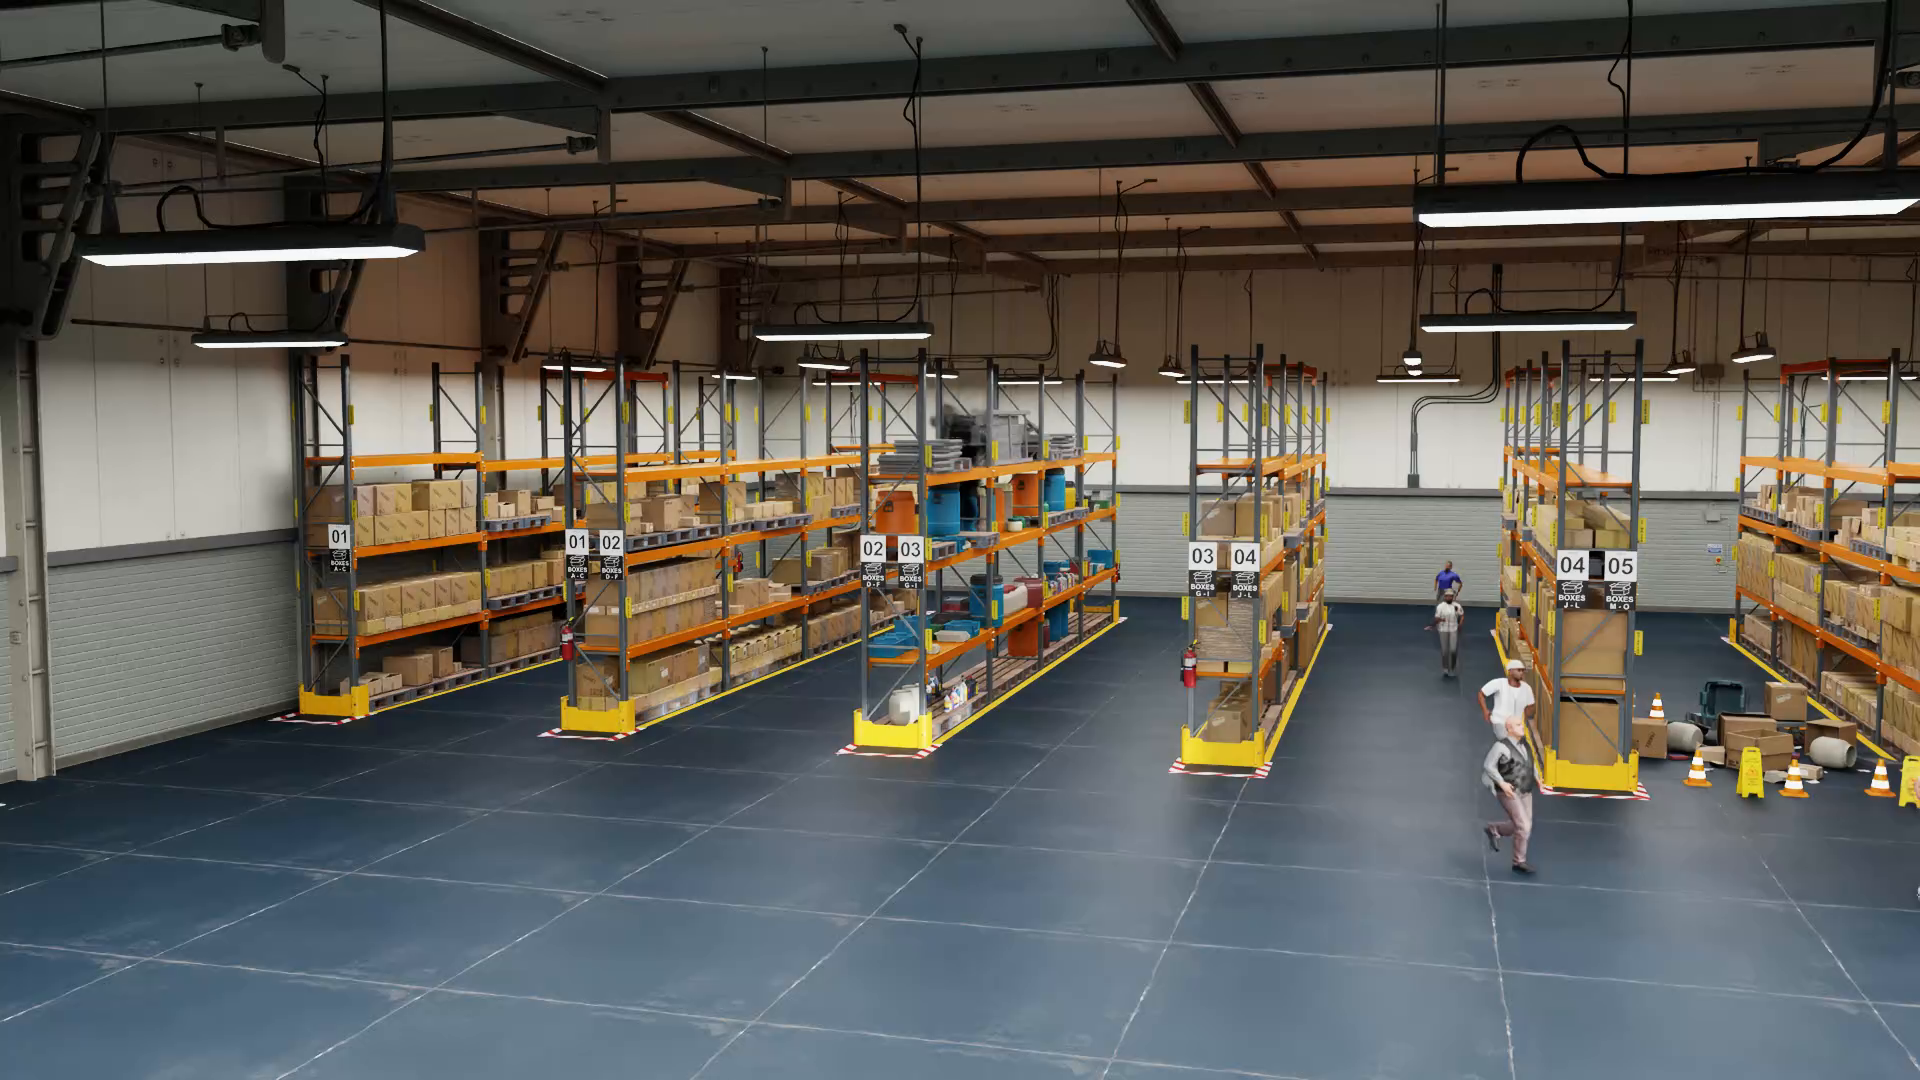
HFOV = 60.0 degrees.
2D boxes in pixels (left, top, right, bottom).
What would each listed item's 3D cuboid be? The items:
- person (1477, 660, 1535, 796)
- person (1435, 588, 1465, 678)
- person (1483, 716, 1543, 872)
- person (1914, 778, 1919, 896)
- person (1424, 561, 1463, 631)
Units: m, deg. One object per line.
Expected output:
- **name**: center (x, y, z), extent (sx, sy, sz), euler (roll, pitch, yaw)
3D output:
- **person**: center (7.305, 2.486, 22.140), extent (0.690, 1.797, 0.695), euler (-1, 5, -18)
- **person**: center (9.357, 1.742, 31.784), extent (0.555, 1.643, 0.660), euler (1, 4, 17)
- **person**: center (6.084, 2.780, 18.393), extent (0.695, 1.685, 0.771), euler (-3, 5, -33)
- **person**: center (10.052, 2.870, 16.729), extent (0.642, 1.816, 0.738), euler (-2, 5, -29)
- **person**: center (11.169, 1.282, 38.548), extent (0.864, 1.621, 0.719), euler (-2, 5, -28)
